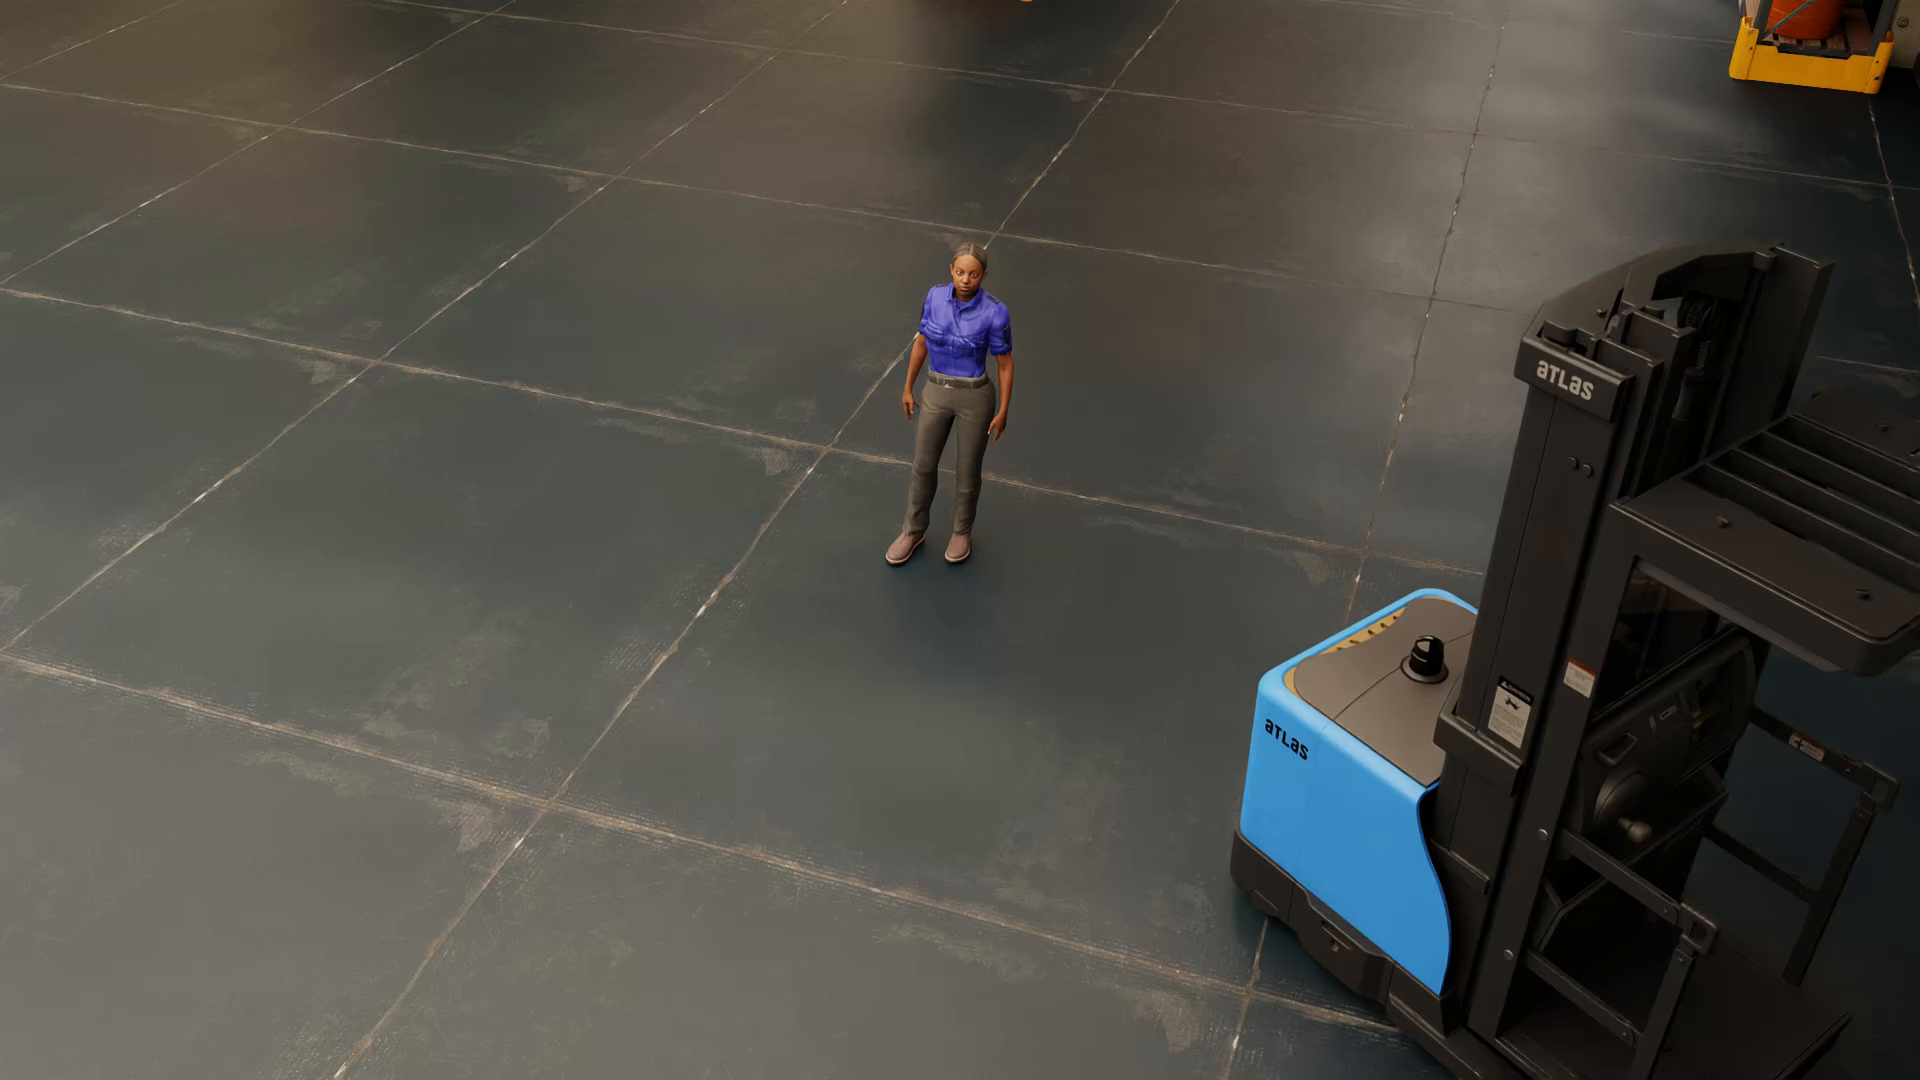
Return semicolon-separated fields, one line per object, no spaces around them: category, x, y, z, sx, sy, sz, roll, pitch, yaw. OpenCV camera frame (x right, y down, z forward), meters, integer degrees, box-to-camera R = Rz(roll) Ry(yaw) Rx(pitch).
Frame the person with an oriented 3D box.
person;-0.048;-0.637;8.101;0.570;1.654;0.504;12;37;16

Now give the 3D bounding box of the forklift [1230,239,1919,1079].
forklift;2.365;0.694;5.132;1.130;2.935;3.031;-23;42;-29
